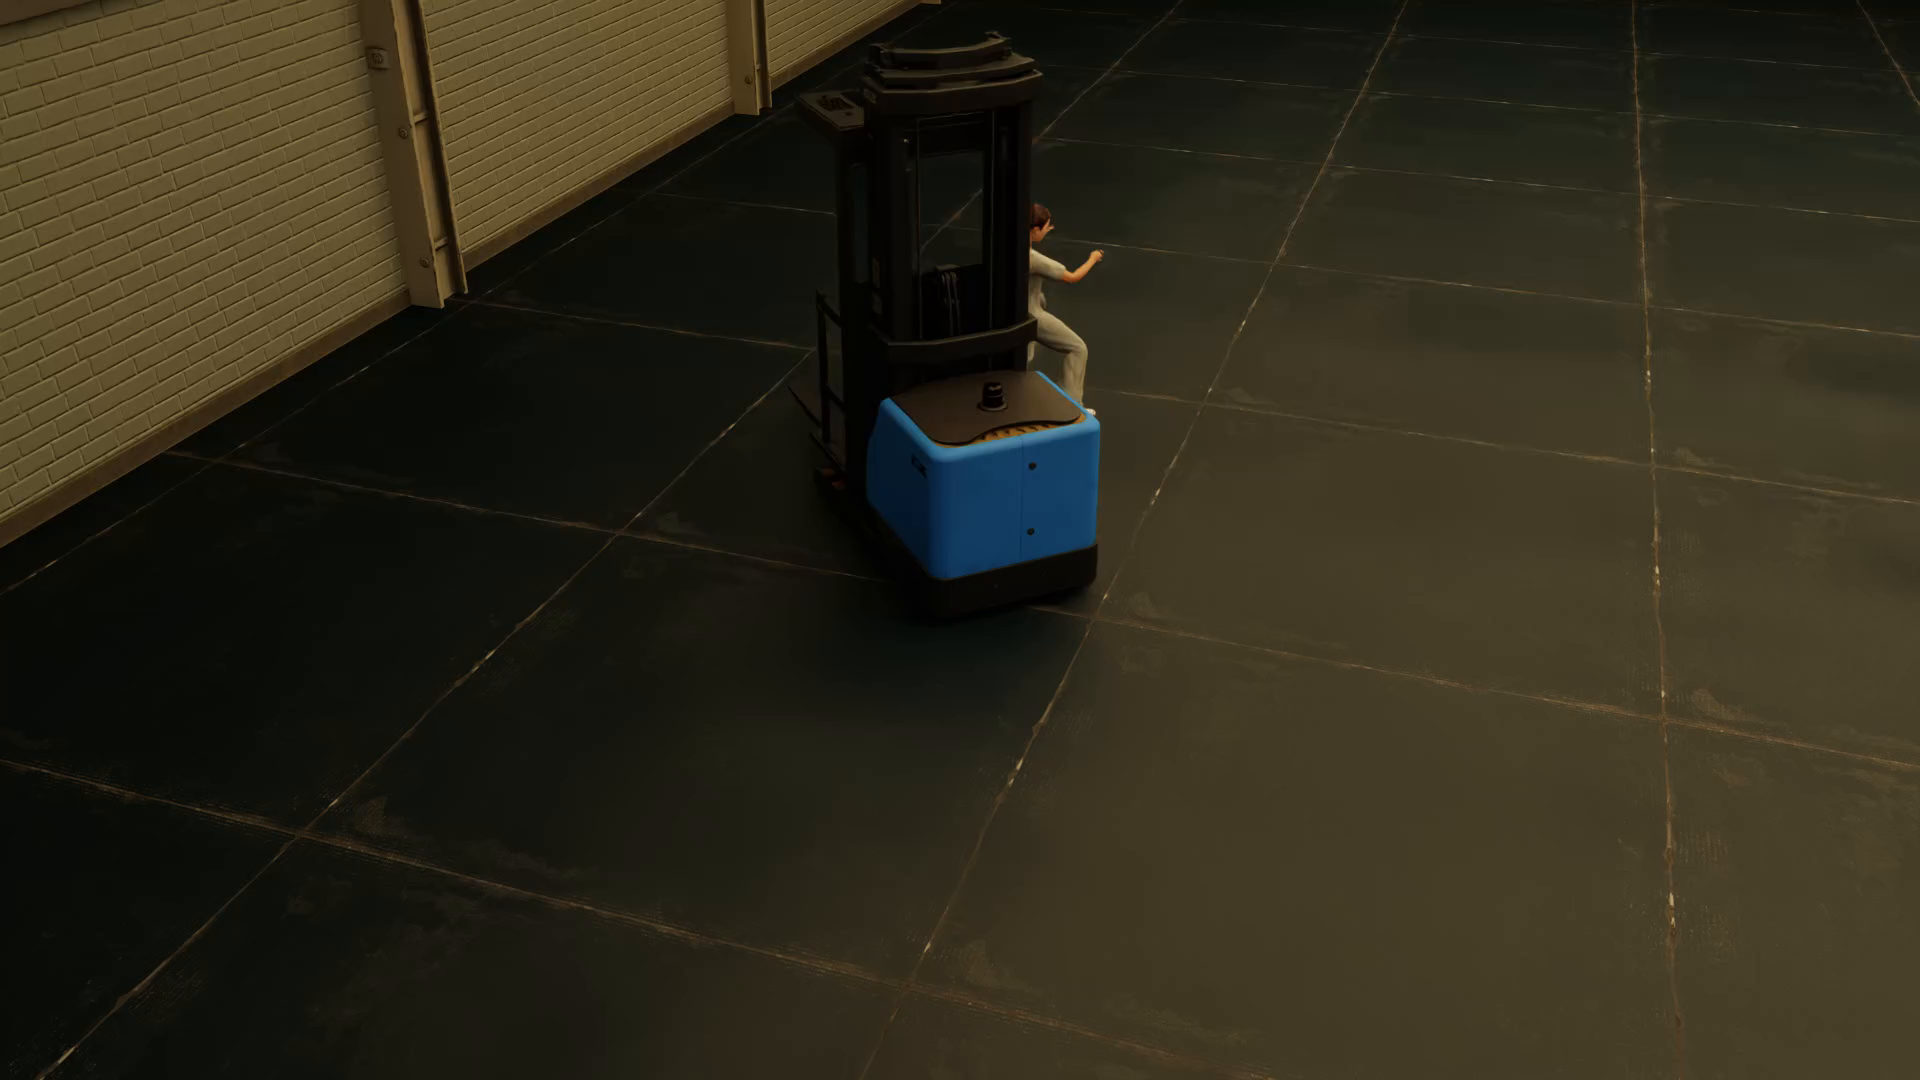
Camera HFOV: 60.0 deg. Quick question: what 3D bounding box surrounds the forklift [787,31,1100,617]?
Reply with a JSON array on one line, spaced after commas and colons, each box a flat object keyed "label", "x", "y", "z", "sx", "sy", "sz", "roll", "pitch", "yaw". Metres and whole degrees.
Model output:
[{"label": "forklift", "x": -0.277, "y": -1.557, "z": 9.868, "sx": 1.130, "sy": 2.935, "sz": 3.031, "roll": -12, "pitch": 32, "yaw": -21}]

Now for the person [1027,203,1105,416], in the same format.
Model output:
[{"label": "person", "x": 0.603, "y": -1.635, "z": 11.460, "sx": 0.734, "sy": 1.478, "sz": 0.865, "roll": -14, "pitch": 33, "yaw": -24}]
